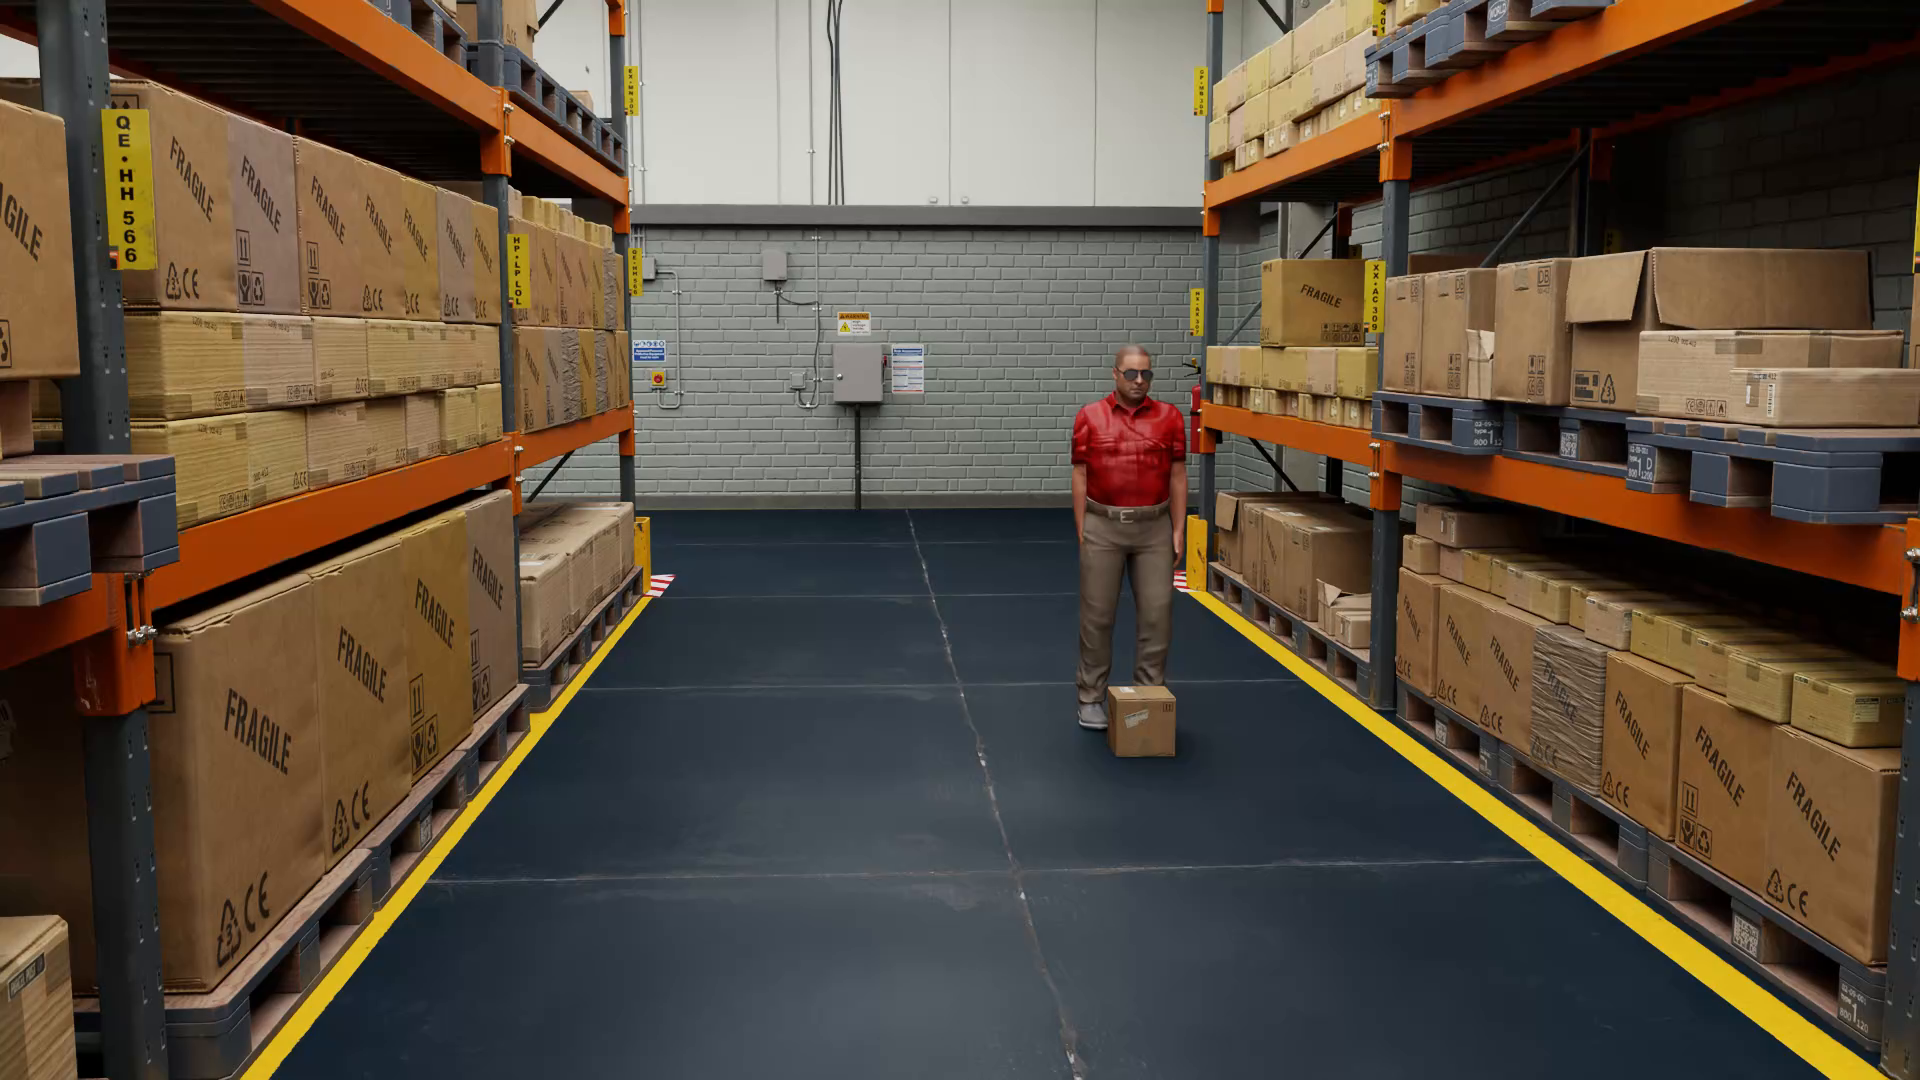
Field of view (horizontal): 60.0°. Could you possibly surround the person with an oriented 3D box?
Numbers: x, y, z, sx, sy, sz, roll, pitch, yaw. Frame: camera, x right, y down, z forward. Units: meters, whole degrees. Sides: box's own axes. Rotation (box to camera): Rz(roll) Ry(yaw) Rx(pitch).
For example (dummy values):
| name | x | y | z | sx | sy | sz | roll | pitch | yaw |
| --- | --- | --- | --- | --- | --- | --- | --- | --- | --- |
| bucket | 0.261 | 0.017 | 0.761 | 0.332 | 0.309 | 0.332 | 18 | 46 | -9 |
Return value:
| name | x | y | z | sx | sy | sz | roll | pitch | yaw |
| --- | --- | --- | --- | --- | --- | --- | --- | --- | --- |
| person | 0.767 | -0.014 | 7.473 | 0.528 | 1.721 | 0.360 | 0 | 7 | -3 |
